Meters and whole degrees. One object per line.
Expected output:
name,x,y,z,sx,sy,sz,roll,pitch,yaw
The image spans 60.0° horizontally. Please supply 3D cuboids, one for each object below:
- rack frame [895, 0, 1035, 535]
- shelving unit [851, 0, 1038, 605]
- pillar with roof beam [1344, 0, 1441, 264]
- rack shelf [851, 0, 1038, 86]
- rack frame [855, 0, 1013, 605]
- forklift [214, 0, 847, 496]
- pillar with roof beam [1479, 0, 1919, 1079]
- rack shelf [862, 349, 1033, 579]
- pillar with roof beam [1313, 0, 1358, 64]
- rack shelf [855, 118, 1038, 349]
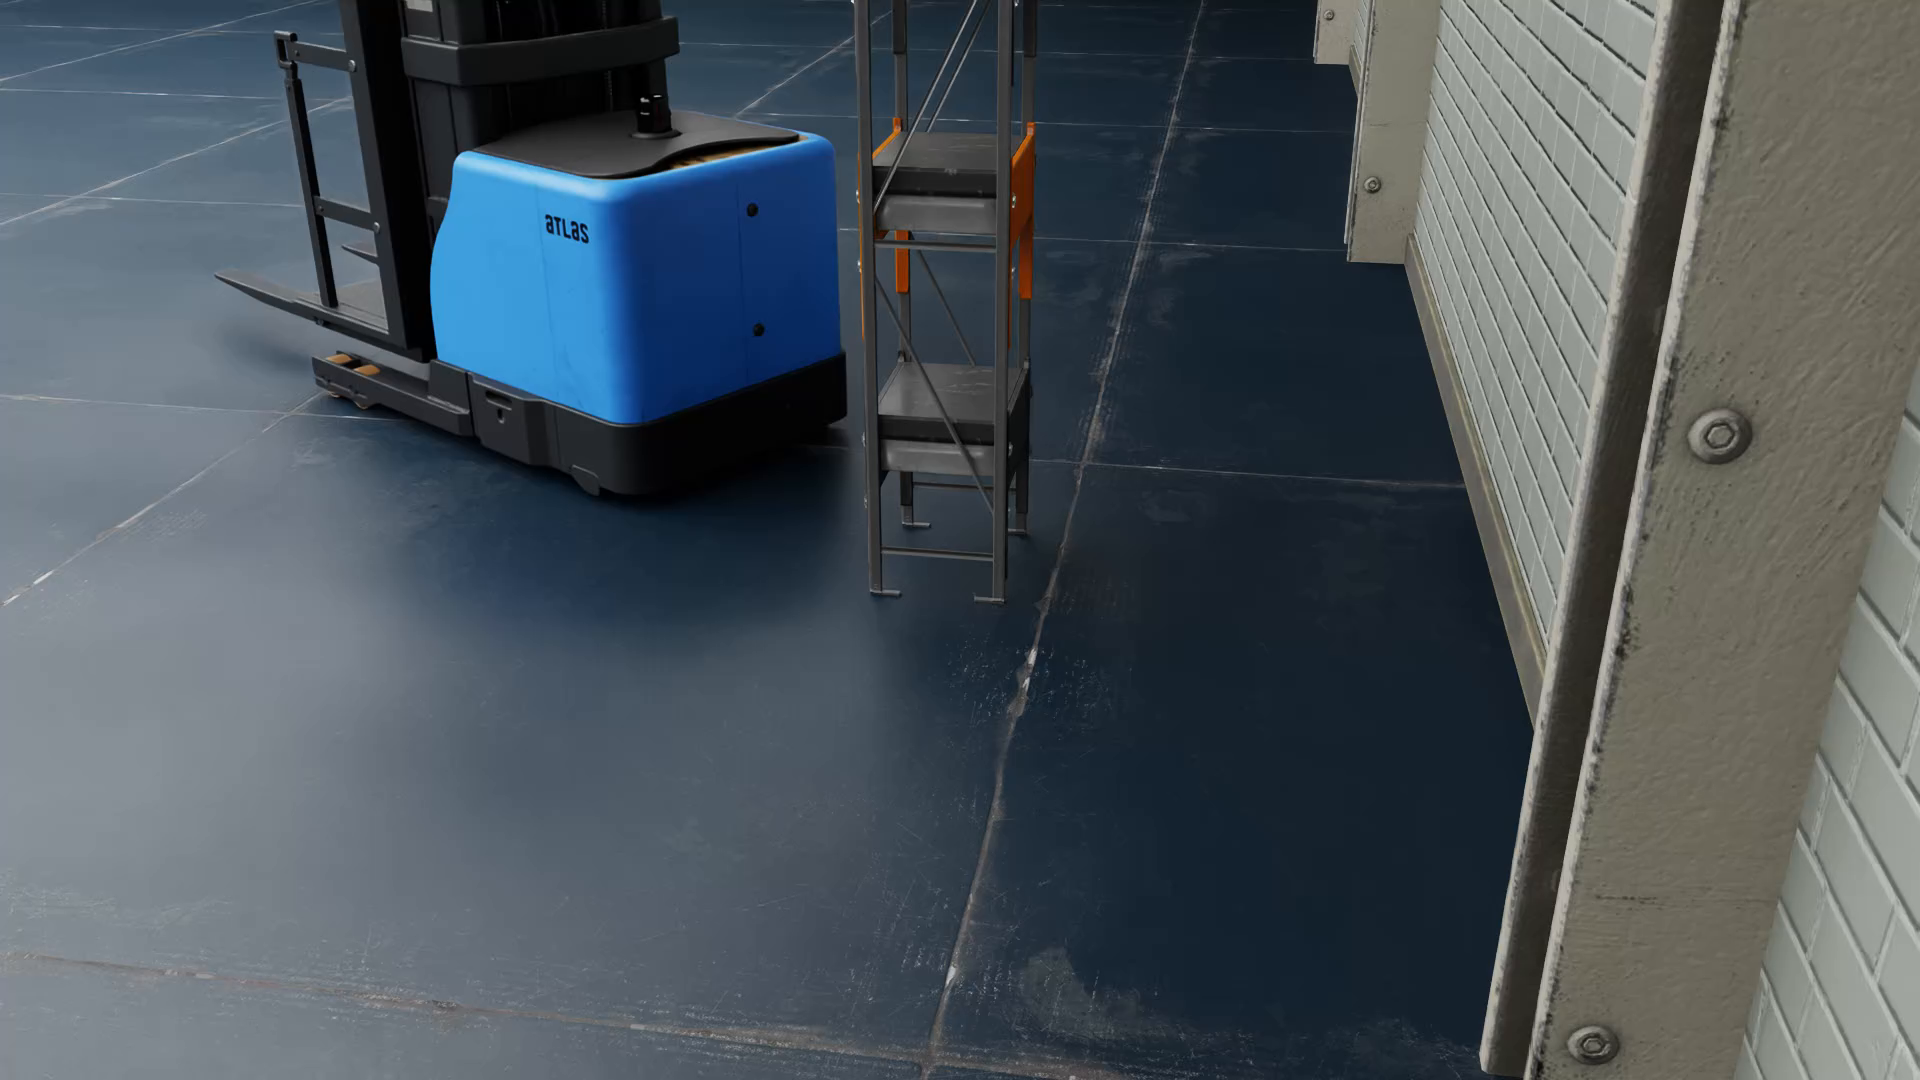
rack frame,0.013,-0.984,4.875,0.400,2.100,0.015,4,25,9
shelving unit,-0.027,-0.882,4.657,0.431,2.100,0.503,4,25,9
pillar with roof beam,-2.157,-5.815,7.059,9.100,9.000,0.400,4,25,9
rack shelf,-0.027,-1.503,4.366,0.431,0.518,0.480,4,25,9
rack frame,-0.067,-0.780,4.439,0.400,2.100,0.015,4,25,9
forklift,-1.860,-1.974,6.010,3.031,2.935,1.130,20,32,36
pillar with roof beam,-3.138,-3.306,1.698,9.100,9.000,0.400,4,25,9
rack shelf,-0.027,-0.235,4.959,0.431,0.518,0.480,4,25,9
pillar with roof beam,-1.177,-8.325,12.420,9.100,9.000,0.400,4,25,9
rack shelf,-0.027,-0.869,4.663,0.431,0.518,0.480,4,25,9
